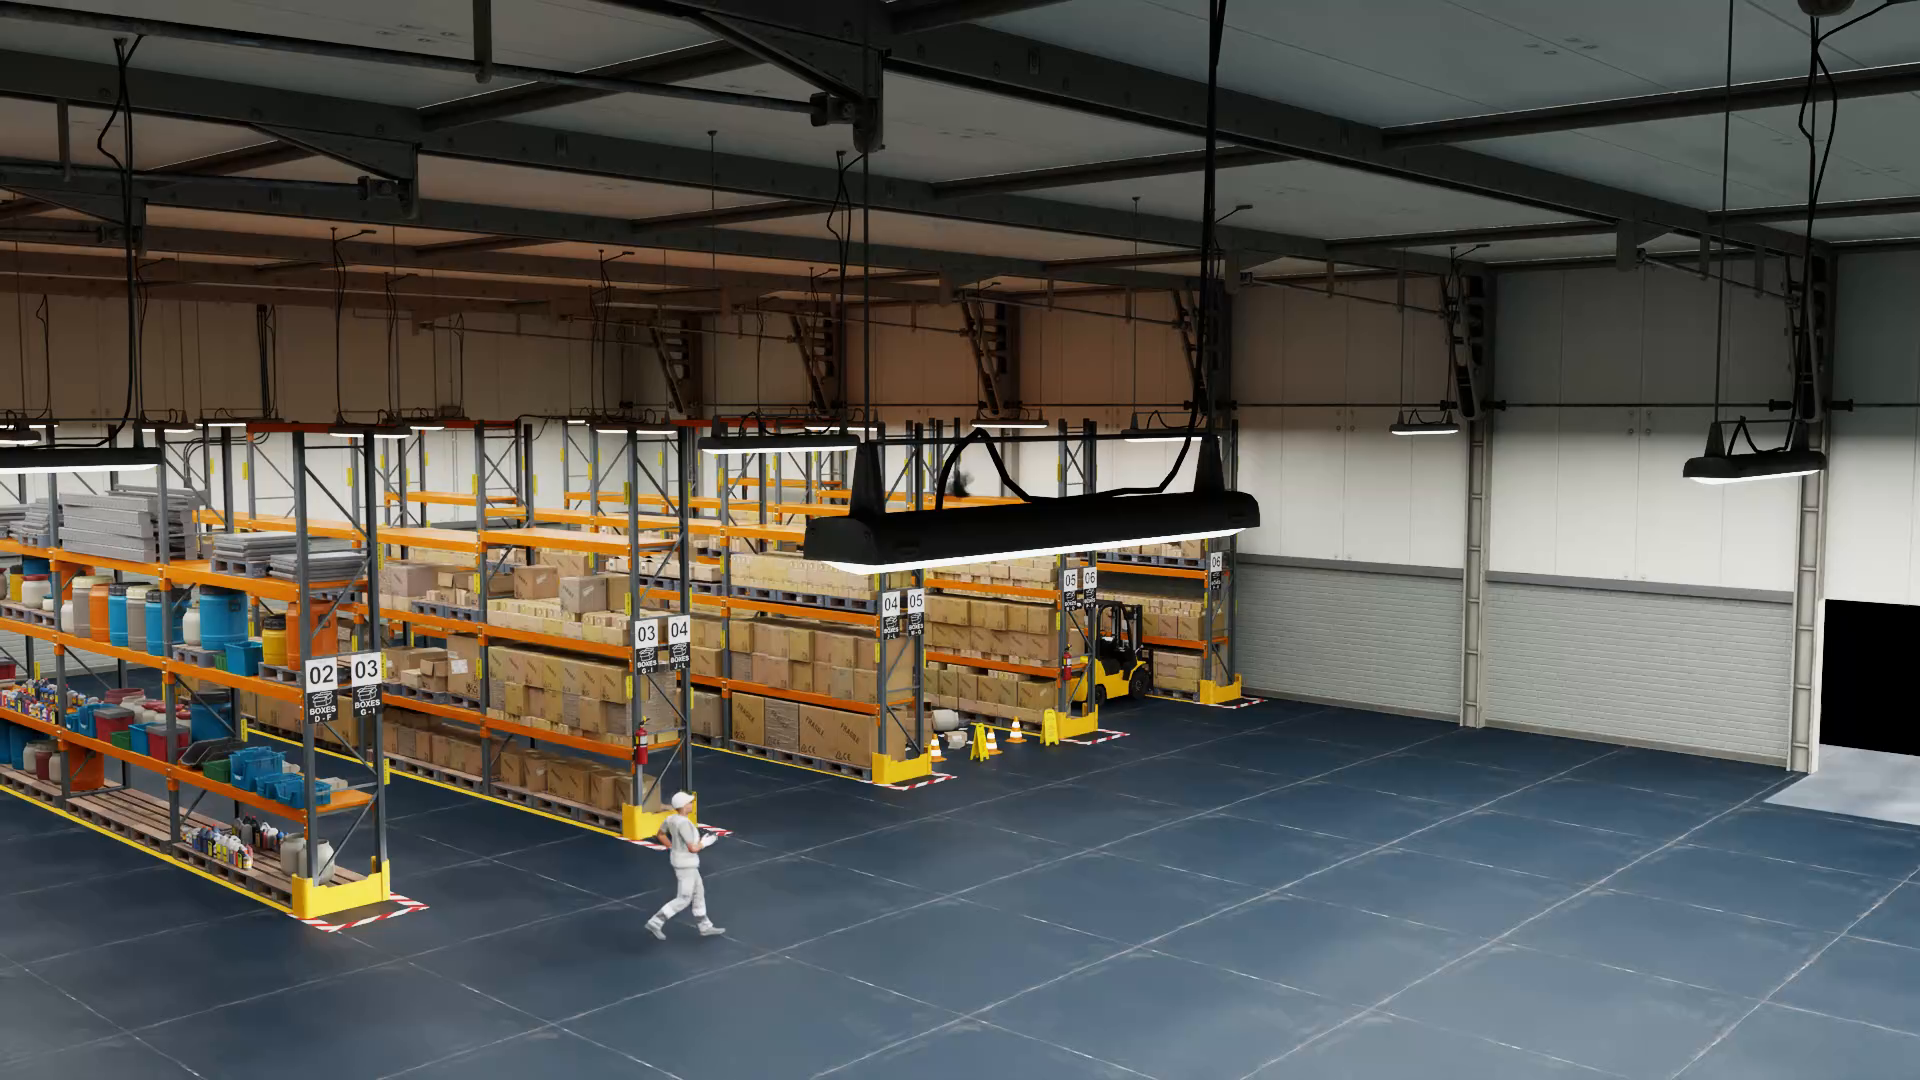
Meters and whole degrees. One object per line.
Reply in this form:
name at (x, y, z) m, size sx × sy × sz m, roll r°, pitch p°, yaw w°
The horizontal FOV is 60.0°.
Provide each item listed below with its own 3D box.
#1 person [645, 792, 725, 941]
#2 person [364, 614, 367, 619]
person at (-3.234, 3.824, 19.503) m, size 0.993 × 1.766 × 0.662 m, roll -2°, pitch 5°, yaw -24°
person at (-13.355, 2.466, 37.081) m, size 0.668 × 1.713 × 0.895 m, roll -4°, pitch 6°, yaw -42°
